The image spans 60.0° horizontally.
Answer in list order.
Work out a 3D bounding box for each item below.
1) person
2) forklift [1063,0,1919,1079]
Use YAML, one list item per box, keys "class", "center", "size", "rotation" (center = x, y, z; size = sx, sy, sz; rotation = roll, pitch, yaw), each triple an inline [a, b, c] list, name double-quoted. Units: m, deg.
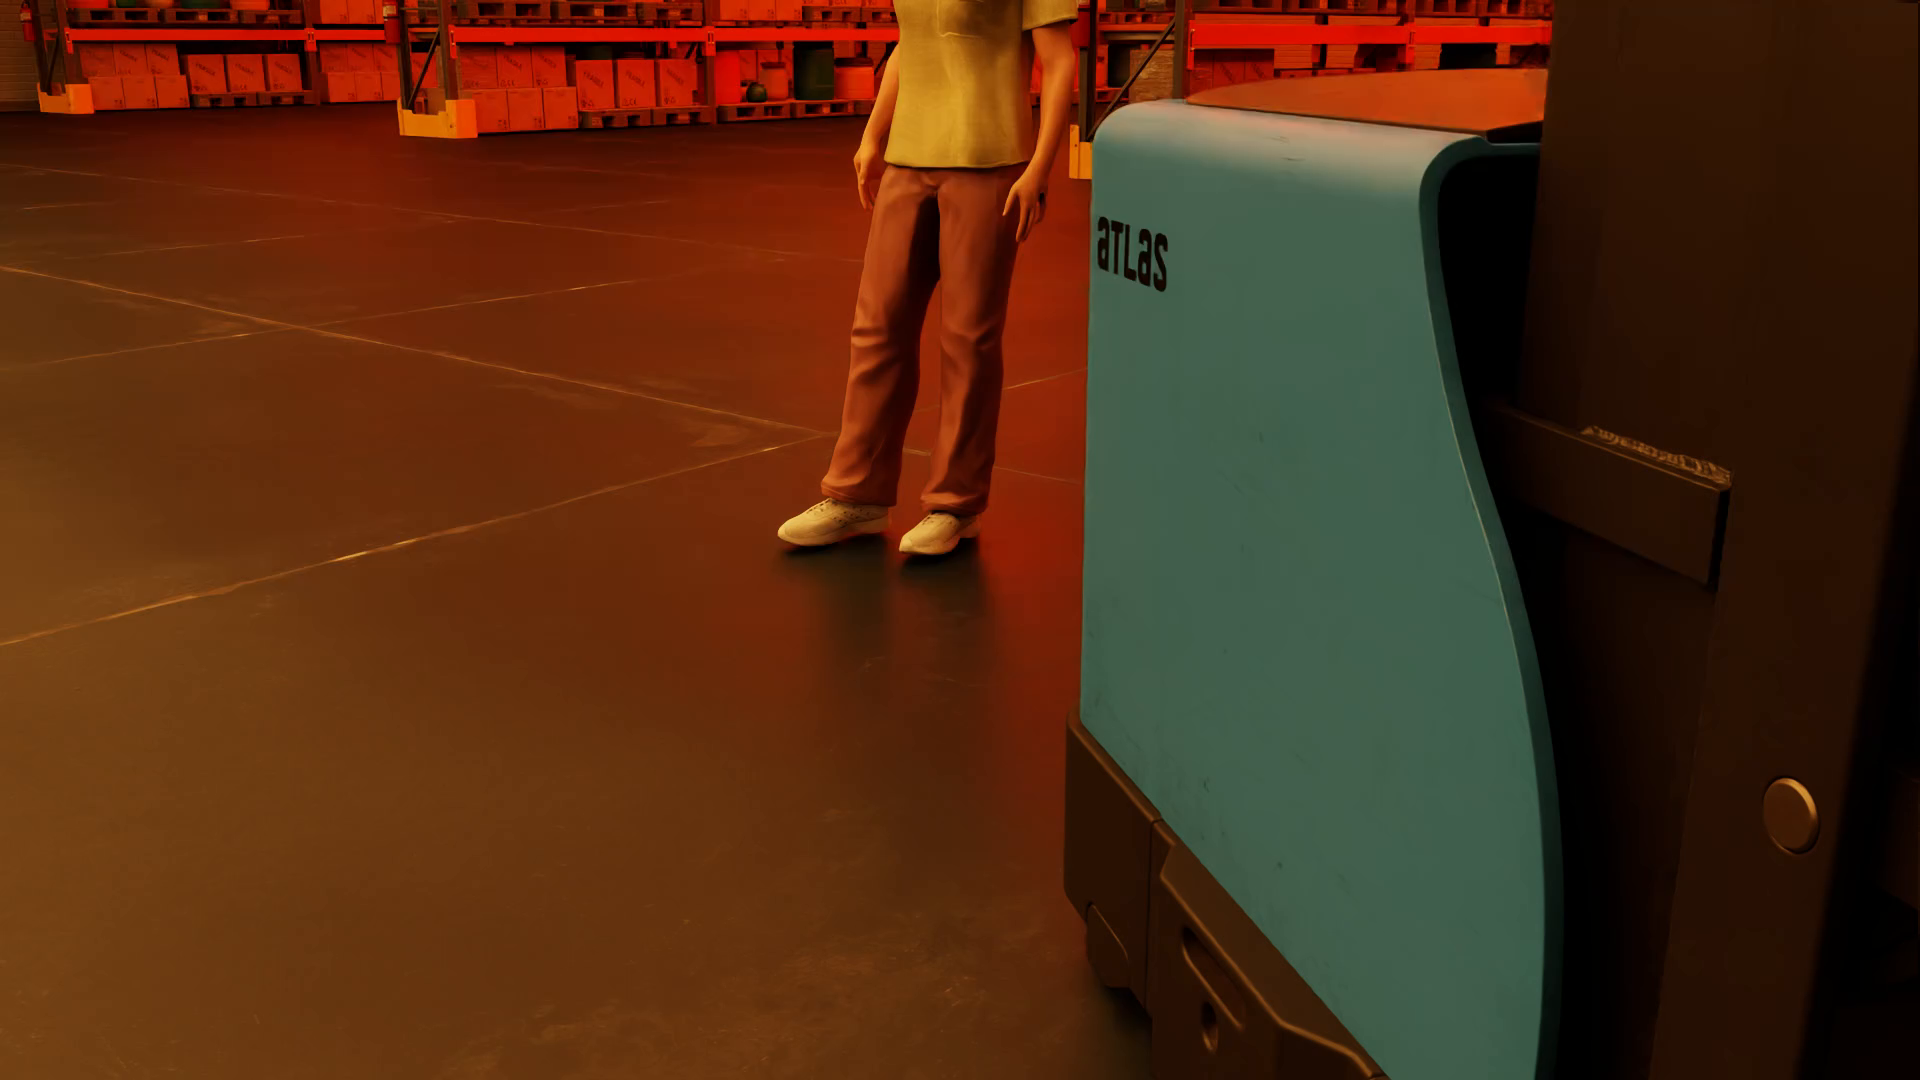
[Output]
- class: "person"
  center: [-0.056, -0.794, 3.649]
  size: [0.553, 1.672, 0.548]
  rotation: [13, 21, 37]
- class: "forklift"
  center: [1.022, -0.515, 0.594]
  size: [1.130, 2.935, 3.031]
  rotation: [-5, 17, -15]
